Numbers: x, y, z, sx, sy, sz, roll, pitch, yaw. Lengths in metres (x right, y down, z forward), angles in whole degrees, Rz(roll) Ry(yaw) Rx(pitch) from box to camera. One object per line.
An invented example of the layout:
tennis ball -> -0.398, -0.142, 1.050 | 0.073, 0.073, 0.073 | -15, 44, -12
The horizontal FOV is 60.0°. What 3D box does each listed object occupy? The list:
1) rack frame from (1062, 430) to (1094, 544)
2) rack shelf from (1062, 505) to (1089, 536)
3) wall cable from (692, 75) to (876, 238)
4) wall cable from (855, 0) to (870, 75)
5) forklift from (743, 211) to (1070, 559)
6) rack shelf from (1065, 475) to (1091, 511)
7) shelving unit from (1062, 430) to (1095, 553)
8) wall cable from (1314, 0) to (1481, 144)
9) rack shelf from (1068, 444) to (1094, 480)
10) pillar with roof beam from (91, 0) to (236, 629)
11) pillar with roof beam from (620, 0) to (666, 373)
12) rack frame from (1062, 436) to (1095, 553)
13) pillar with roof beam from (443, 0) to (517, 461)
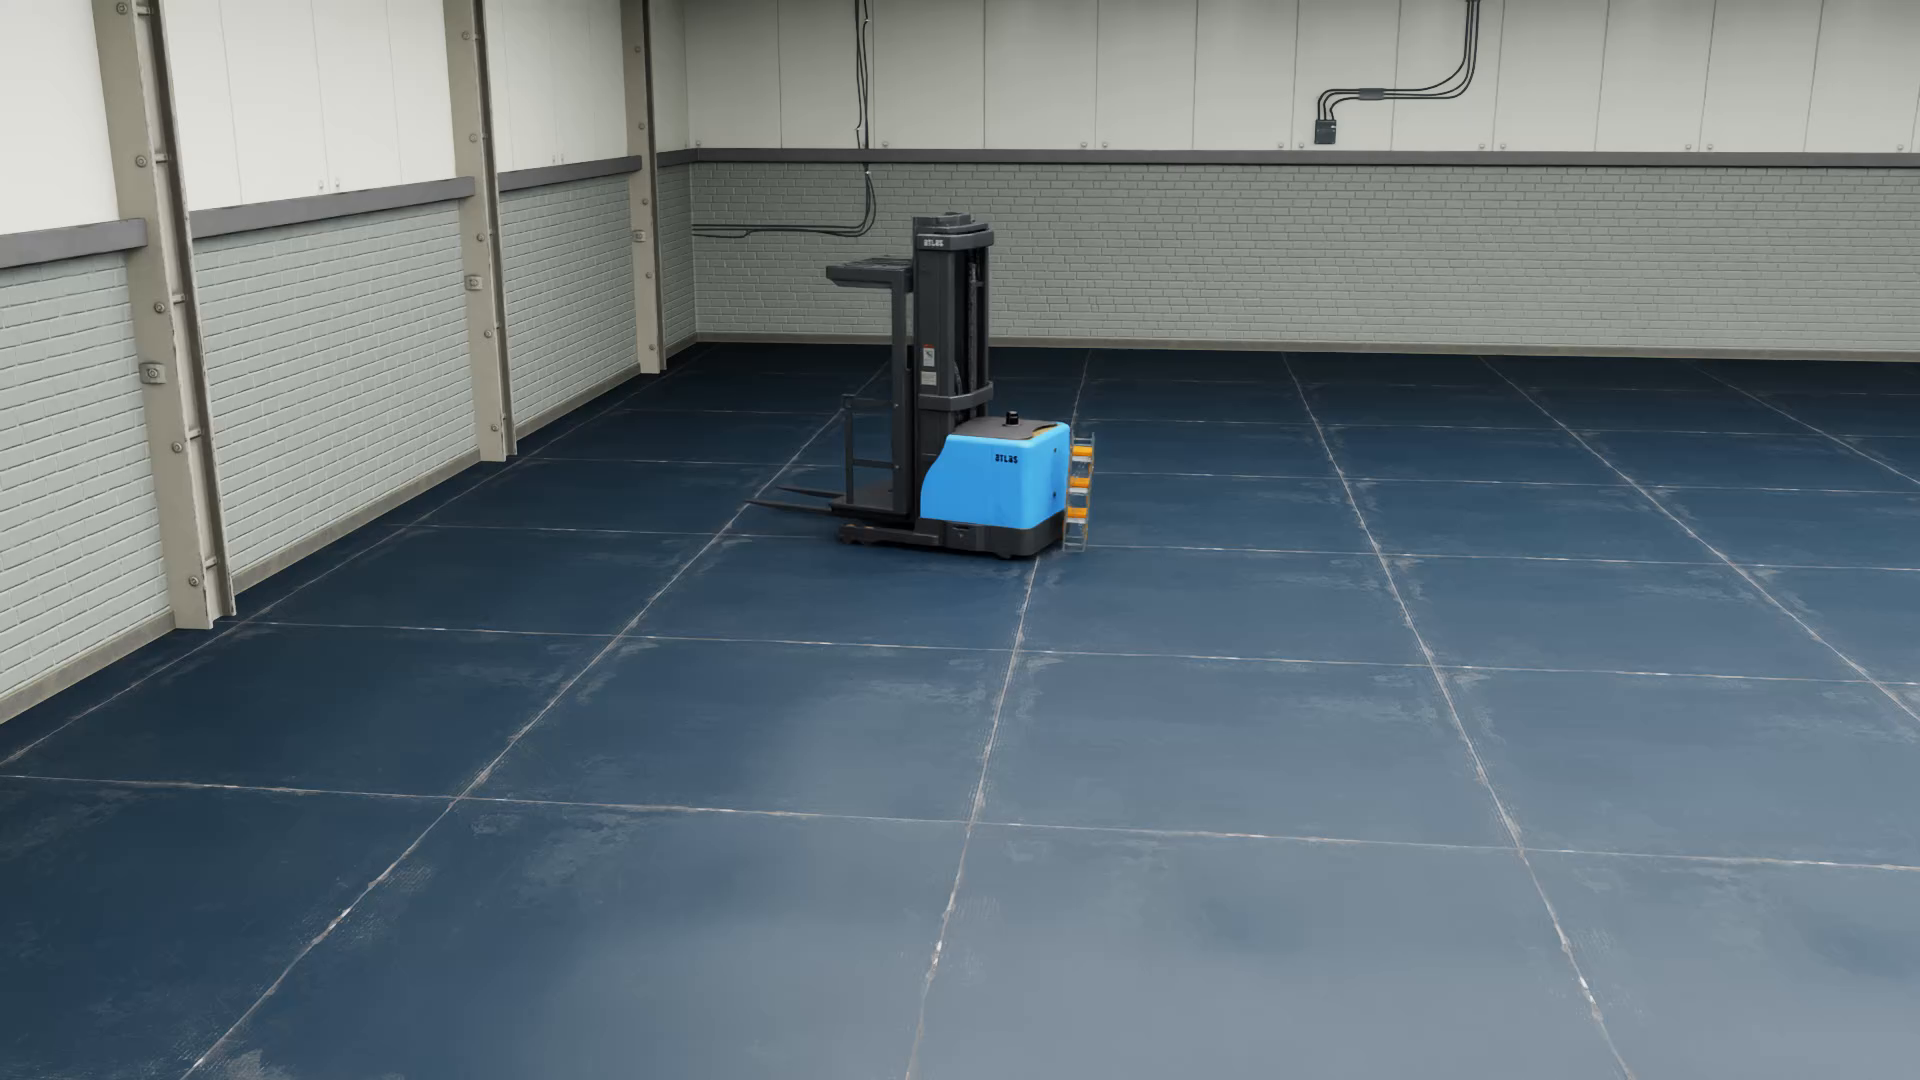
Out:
rack frame -> 1.056, -0.464, 14.928 | 0.200, 1.050, 0.008 | 4, 15, 1
rack shelf -> 1.032, -0.155, 14.886 | 0.215, 0.259, 0.240 | 4, 15, 1
wall cable -> -2.874, -6.055, 26.353 | 3.097, 2.526, 0.112 | 2, 15, 6
wall cable -> -0.185, -8.414, 25.399 | 3.097, 2.526, 0.112 | 2, 15, 6
forklift -> -0.550, -1.489, 15.140 | 3.031, 2.935, 1.130 | 7, 17, 24
rack shelf -> 1.051, -0.422, 14.813 | 0.215, 0.259, 0.240 | 4, 15, 1
shelving unit -> 1.052, -0.432, 14.810 | 0.215, 1.050, 0.252 | 4, 15, 1
wall cable -> 6.558, -8.912, 24.454 | 2.305, 6.003, 0.169 | 2, 15, 6
rack shelf -> 1.070, -0.695, 14.738 | 0.215, 0.259, 0.240 | 4, 15, 1
pillar with roof beam -> -1.596, -3.590, 11.287 | 9.100, 9.000, 0.400 | 2, 15, 6
pillar with roof beam -> -0.242, -6.702, 22.797 | 9.100, 9.000, 0.400 | 2, 15, 6
rack frame -> 1.047, -0.400, 14.692 | 0.200, 1.050, 0.008 | 4, 15, 1
pillar with roof beam -> -0.919, -5.146, 17.042 | 9.100, 9.000, 0.400 | 2, 15, 6
